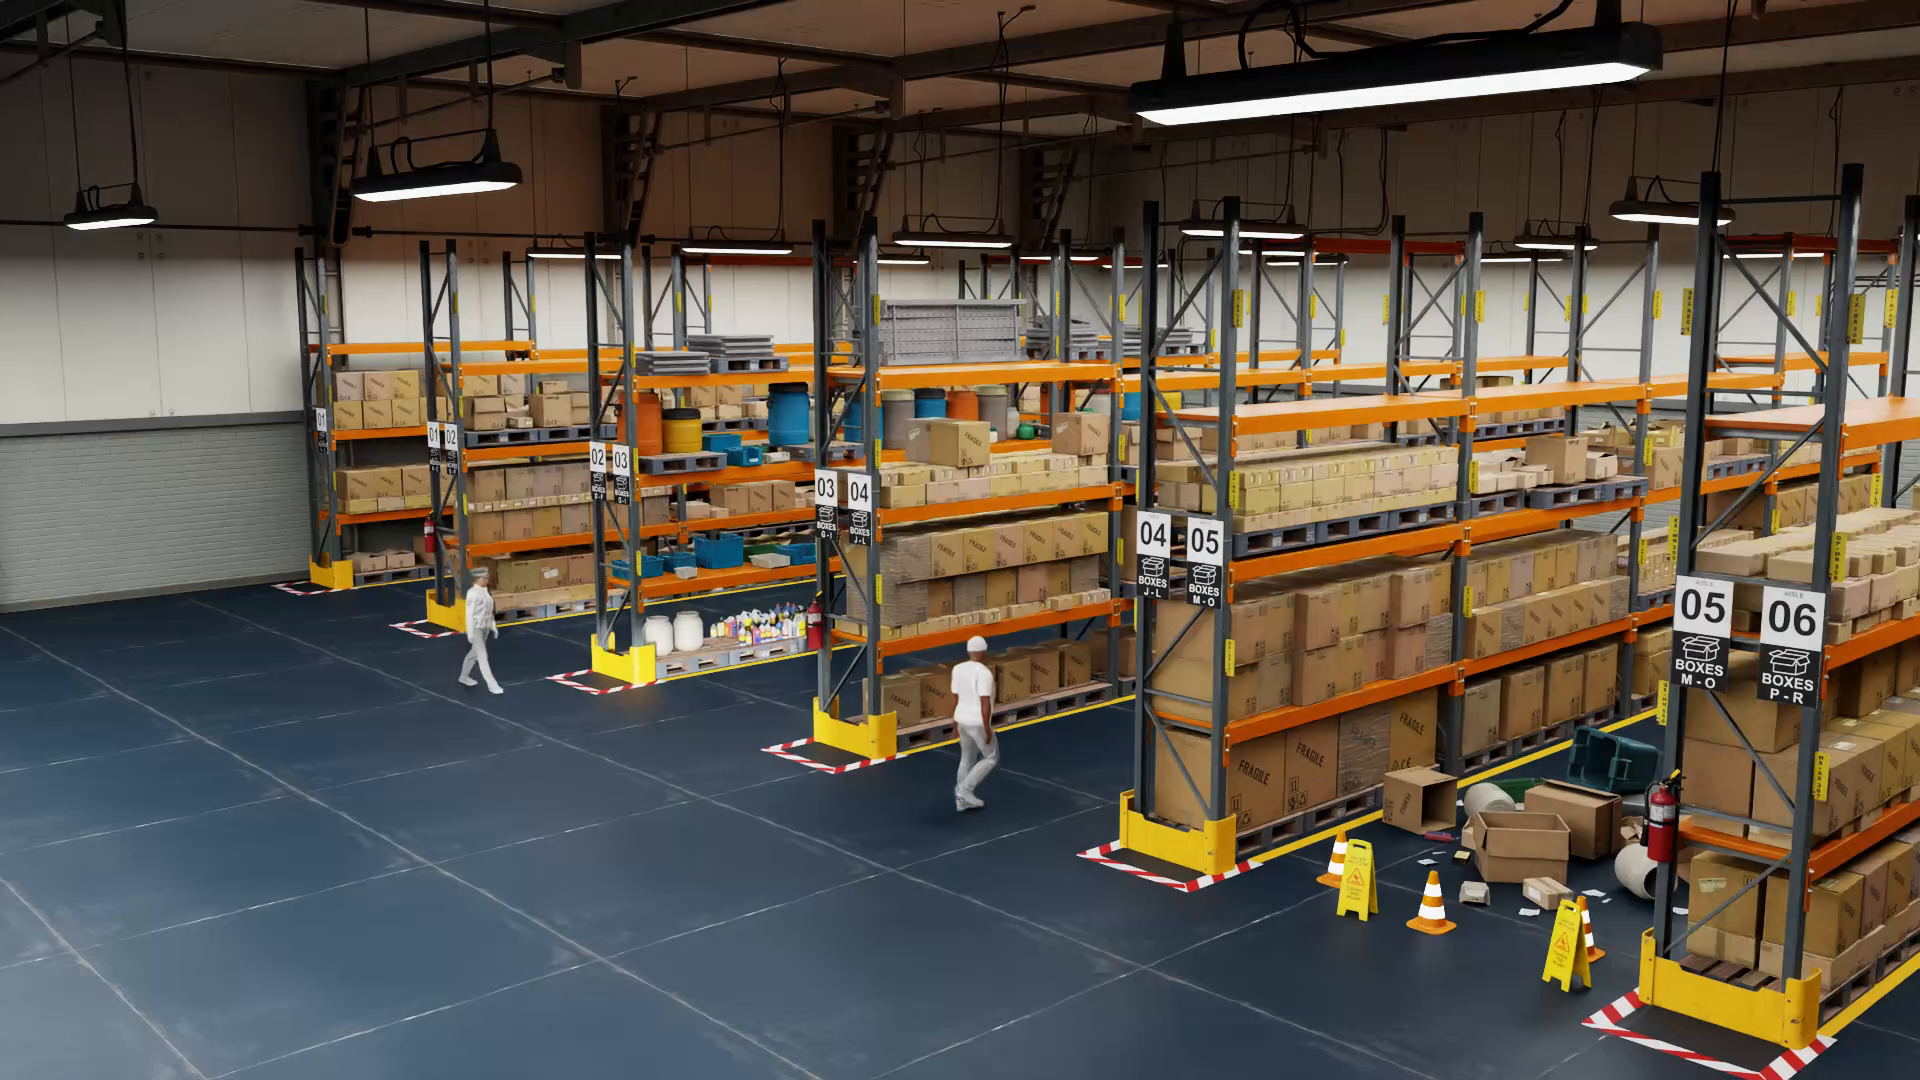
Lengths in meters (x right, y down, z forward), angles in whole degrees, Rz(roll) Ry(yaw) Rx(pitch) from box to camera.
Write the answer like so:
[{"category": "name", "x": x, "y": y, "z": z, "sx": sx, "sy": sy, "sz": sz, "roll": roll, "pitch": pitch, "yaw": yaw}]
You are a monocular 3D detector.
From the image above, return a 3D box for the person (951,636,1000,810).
[{"category": "person", "x": 0.121, "y": 1.850, "z": 16.741, "sx": 0.499, "sy": 1.753, "sz": 0.619, "roll": -5, "pitch": 10, "yaw": -32}]

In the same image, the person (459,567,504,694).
[{"category": "person", "x": -6.276, "y": 1.152, "z": 21.781, "sx": 0.943, "sy": 1.616, "sz": 0.521, "roll": 5, "pitch": 10, "yaw": 28}]
